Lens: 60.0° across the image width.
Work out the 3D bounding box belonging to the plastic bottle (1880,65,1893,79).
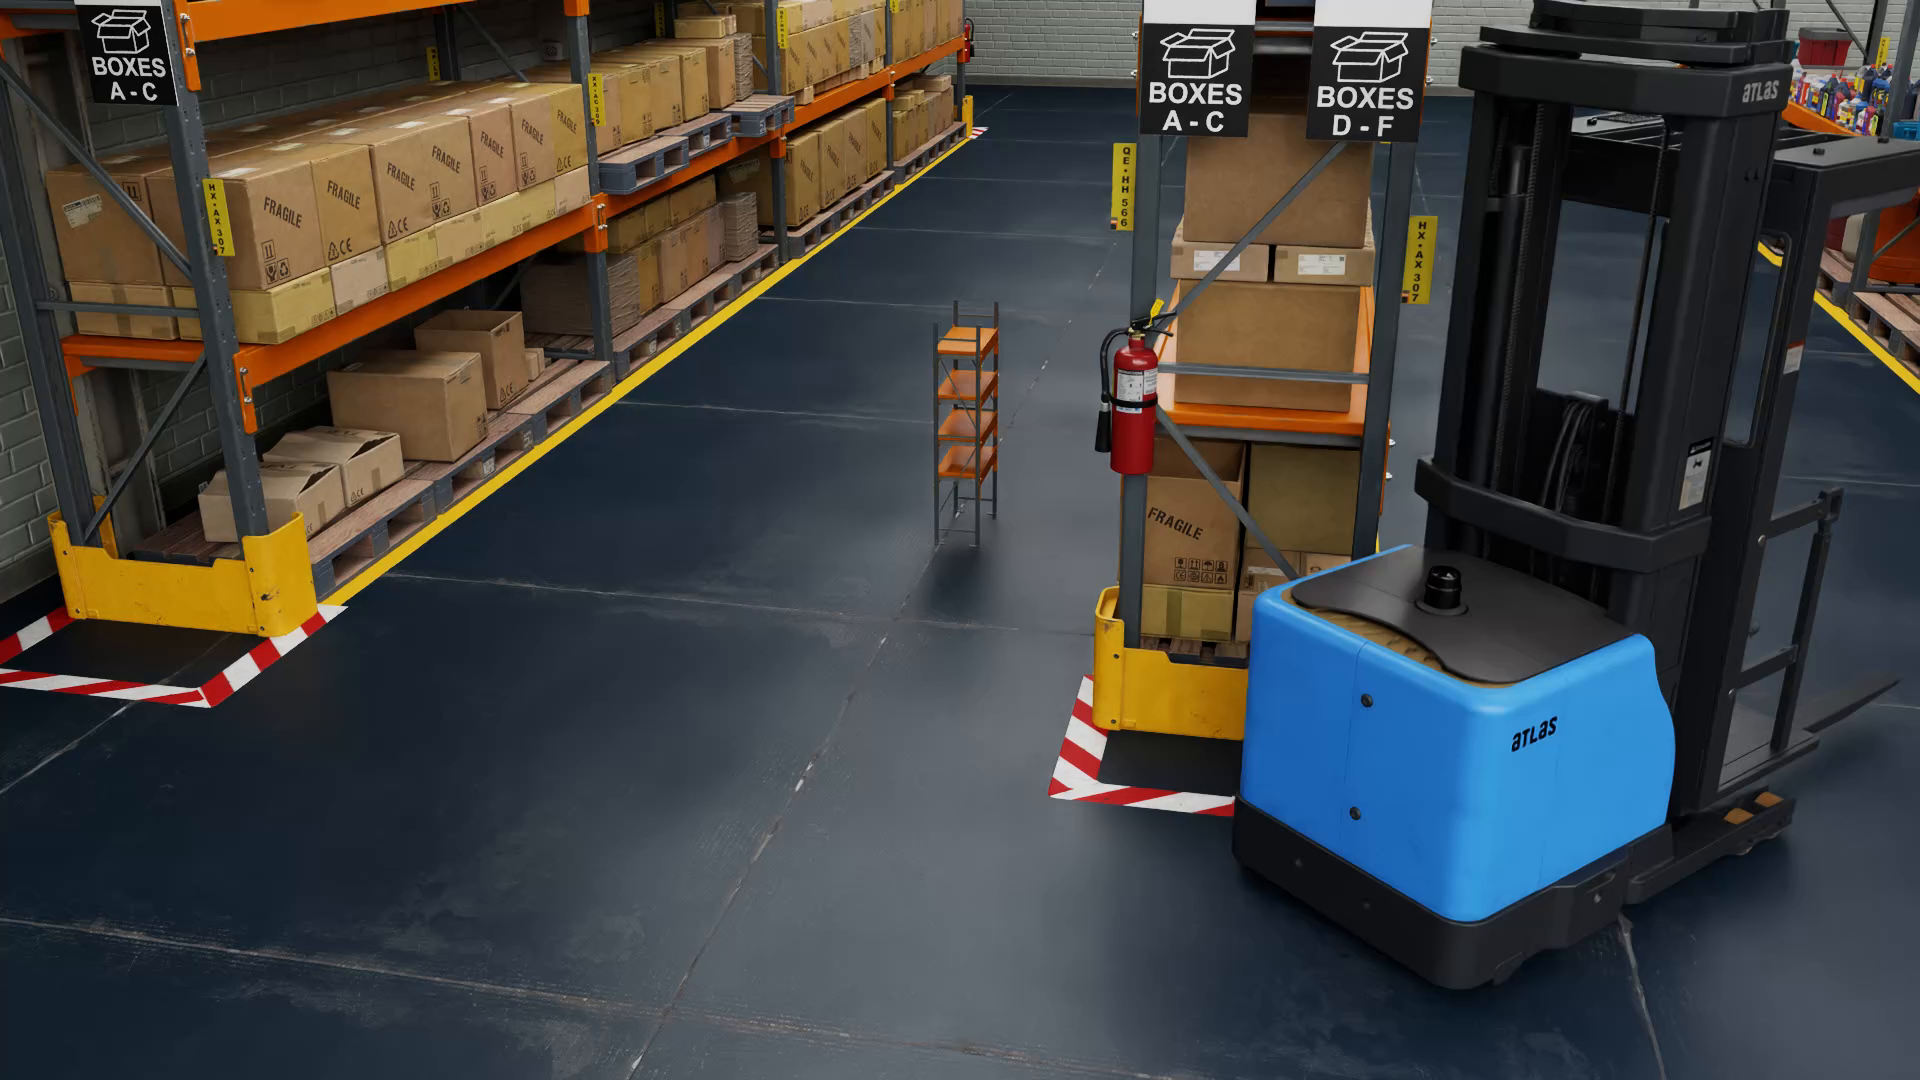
[{"bbox_3d":[8.545,-4.196,15.324,0.144,0.351,0.185,4,22,11],"label":"plastic bottle"}]

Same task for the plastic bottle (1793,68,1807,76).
[{"bbox_3d":[7.908,-4.316,15.722,0.152,0.276,0.135,4,22,11],"label":"plastic bottle"}]

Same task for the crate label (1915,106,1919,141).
[{"bbox_3d":[7.167,-2.859,11.889,0.502,0.435,0.616,4,22,11],"label":"crate label"}]

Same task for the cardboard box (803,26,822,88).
[{"bbox_3d":[-1.599,-4.483,15.410,0.500,0.500,0.500,5,23,13],"label":"cardboard box"}]

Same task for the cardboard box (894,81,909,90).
[{"bbox_3d":[-0.853,-5.630,20.732,0.380,0.149,0.250,5,22,12],"label":"cardboard box"}]

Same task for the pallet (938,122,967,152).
[{"bbox_3d":[-0.519,-5.274,21.666,1.003,0.211,1.213,4,22,11],"label":"pallet"}]

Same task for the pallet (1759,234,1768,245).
[{"bbox_3d":[8.252,-3.075,16.207,1.003,0.211,1.213,4,22,11],"label":"pallet"}]

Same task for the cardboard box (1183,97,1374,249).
[{"bbox_3d":[1.272,-1.475,6.631,0.700,0.500,0.500,5,22,11],"label":"cardboard box"}]

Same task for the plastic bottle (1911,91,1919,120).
[{"bbox_3d":[8.322,-3.768,14.361,0.152,0.276,0.135,4,22,11],"label":"plastic bottle"}]

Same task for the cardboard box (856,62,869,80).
[{"bbox_3d":[-1.162,-4.864,17.225,0.380,0.149,0.250,4,22,11],"label":"cardboard box"}]

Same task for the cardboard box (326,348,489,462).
[{"bbox_3d":[-3.153,-0.778,9.528,0.700,0.500,0.500,3,22,8],"label":"cardboard box"}]

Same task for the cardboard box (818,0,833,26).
[{"bbox_3d":[-1.512,-5.008,15.710,0.500,0.250,0.500,5,22,11],"label":"cardboard box"}]

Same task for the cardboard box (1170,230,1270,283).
[{"bbox_3d":[1.045,-1.140,6.666,0.380,0.149,0.250,4,22,10],"label":"cardboard box"}]

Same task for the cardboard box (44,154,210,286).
[{"bbox_3d":[-3.809,-1.491,7.710,0.500,0.500,0.500,4,22,10],"label":"cardboard box"}]

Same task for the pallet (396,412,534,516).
[{"bbox_3d":[-3.230,-0.488,9.783,1.003,0.211,1.213,4,22,11],"label":"pallet"}]

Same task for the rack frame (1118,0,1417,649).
[{"bbox_3d":[1.153,-0.638,6.423,1.000,3.000,0.127,4,22,11],"label":"rack frame"}]

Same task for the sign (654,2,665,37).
[{"bbox_3d":[-2.609,-4.518,14.507,0.100,0.325,0.005,4,22,11],"label":"sign"}]

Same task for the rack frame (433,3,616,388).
[{"bbox_3d":[-2.881,-2.477,10.989,1.000,3.000,0.127,4,22,11],"label":"rack frame"}]

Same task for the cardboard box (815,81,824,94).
[{"bbox_3d":[-1.535,-4.408,16.094,0.380,0.149,0.250,5,22,12],"label":"cardboard box"}]

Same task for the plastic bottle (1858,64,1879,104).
[{"bbox_3d":[8.404,-4.207,15.351,0.144,0.351,0.185,4,22,11],"label":"plastic bottle"}]

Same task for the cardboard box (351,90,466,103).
[{"bbox_3d":[-3.290,-2.420,10.017,0.500,0.500,0.500,4,22,11],"label":"cardboard box"}]

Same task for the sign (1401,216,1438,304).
[{"bbox_3d":[1.695,-1.032,6.136,0.100,0.325,0.005,4,22,11],"label":"sign"}]

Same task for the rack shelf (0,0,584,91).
[{"bbox_3d":[-3.289,-2.804,8.747,1.077,0.370,4.000,4,22,11],"label":"rack shelf"}]

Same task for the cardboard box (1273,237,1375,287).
[{"bbox_3d":[1.444,-1.112,6.599,0.380,0.149,0.250,4,22,11],"label":"cardboard box"}]

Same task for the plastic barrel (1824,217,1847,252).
[{"bbox_3d":[7.948,-2.854,14.592,0.600,0.588,0.708,4,22,11],"label":"plastic barrel"}]

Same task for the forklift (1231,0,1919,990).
[{"bbox_3d":[2.459,-0.364,5.834,3.031,2.935,1.130,-15,26,-33],"label":"forklift"}]

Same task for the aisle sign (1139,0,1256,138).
[{"bbox_3d":[0.852,-1.842,5.933,0.394,0.787,0.004,4,22,11],"label":"aisle sign"}]

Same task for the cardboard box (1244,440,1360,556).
[{"bbox_3d":[1.581,-0.267,7.617,0.500,0.500,0.500,4,22,11],"label":"cardboard box"}]

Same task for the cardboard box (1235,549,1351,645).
[{"bbox_3d":[1.480,0.263,7.303,0.500,0.250,0.500,4,22,11],"label":"cardboard box"}]

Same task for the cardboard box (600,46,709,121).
[{"bbox_3d":[-2.383,-3.561,12.957,0.700,0.500,0.500,4,22,11],"label":"cardboard box"}]

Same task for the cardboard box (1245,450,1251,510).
[{"bbox_3d":[1.268,-0.326,8.765,0.500,0.250,0.500,4,22,11],"label":"cardboard box"}]

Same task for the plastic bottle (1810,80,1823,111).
[{"bbox_3d":[7.696,-3.984,14.903,0.097,0.271,0.097,0,22,0],"label":"plastic bottle"}]

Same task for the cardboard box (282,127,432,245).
[{"bbox_3d":[-3.083,-1.822,8.533,0.500,0.500,0.500,4,22,9],"label":"cardboard box"}]

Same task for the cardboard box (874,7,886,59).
[{"bbox_3d":[-1.096,-5.409,17.709,0.500,0.500,0.500,4,22,10],"label":"cardboard box"}]

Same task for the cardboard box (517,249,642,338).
[{"bbox_3d":[-2.747,-1.792,12.046,0.700,0.500,0.500,5,23,13],"label":"cardboard box"}]

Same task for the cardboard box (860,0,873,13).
[{"bbox_3d":[-1.207,-5.568,17.101,0.500,0.250,0.500,5,22,12],"label":"cardboard box"}]

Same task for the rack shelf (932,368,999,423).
[{"bbox_3d":[0.034,-0.762,8.721,0.258,0.148,0.480,4,22,11],"label":"rack shelf"}]

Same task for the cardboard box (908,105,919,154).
[{"bbox_3d":[-0.890,-4.888,19.758,0.700,0.500,0.500,4,22,10],"label":"cardboard box"}]

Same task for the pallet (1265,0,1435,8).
[{"bbox_3d":[1.323,-2.245,6.516,1.003,0.211,1.213,4,22,11],"label":"pallet"}]

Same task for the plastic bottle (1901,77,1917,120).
[{"bbox_3d":[8.182,-3.823,14.398,0.144,0.351,0.185,4,22,11],"label":"plastic bottle"}]

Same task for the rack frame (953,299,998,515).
[{"bbox_3d":[0.084,-0.706,9.001,0.240,1.200,0.015,4,22,11],"label":"rack frame"}]

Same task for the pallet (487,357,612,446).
[{"bbox_3d":[-2.983,-0.935,10.894,1.003,0.211,1.213,4,22,11],"label":"pallet"}]

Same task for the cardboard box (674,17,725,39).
[{"bbox_3d":[-2.157,-4.244,13.786,0.380,0.149,0.250,1,22,2],"label":"cardboard box"}]

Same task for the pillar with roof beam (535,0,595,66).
[{"bbox_3d":[1.038,-5.985,11.669,9.100,9.000,0.400,4,22,11],"label":"pillar with roof beam"}]

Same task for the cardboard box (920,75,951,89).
[{"bbox_3d":[-0.325,-5.878,21.348,0.380,0.149,0.250,4,22,10],"label":"cardboard box"}]

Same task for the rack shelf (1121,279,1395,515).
[{"bbox_3d":[1.561,-1.036,8.373,1.077,0.370,4.000,4,22,11],"label":"rack shelf"}]

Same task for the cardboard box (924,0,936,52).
[{"bbox_3d":[-0.829,-6.273,20.012,0.980,0.700,0.700,3,22,8],"label":"cardboard box"}]

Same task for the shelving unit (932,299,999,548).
[{"bbox_3d":[0.034,-0.617,8.780,0.258,1.200,0.503,4,22,11],"label":"shelving unit"}]

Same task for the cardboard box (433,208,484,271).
[{"bbox_3d":[-2.979,-1.670,9.159,0.500,0.250,0.500,5,22,11],"label":"cardboard box"}]

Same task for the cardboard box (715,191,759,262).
[{"bbox_3d":[-2.160,-2.717,14.343,0.700,0.500,0.500,5,22,12],"label":"cardboard box"}]

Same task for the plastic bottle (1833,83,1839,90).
[{"bbox_3d":[7.657,-3.841,14.532,0.061,0.283,0.133,4,22,11],"label":"plastic bottle"}]

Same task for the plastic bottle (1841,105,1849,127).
[{"bbox_3d":[7.487,-3.576,13.985,0.097,0.201,0.097,0,22,0],"label":"plastic bottle"}]

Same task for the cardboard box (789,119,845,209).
[{"bbox_3d":[-1.601,-3.717,16.382,0.750,0.750,0.750,4,22,11],"label":"cardboard box"}]

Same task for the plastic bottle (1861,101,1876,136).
[{"bbox_3d":[7.346,-3.396,13.426,0.061,0.283,0.133,4,22,11],"label":"plastic bottle"}]
